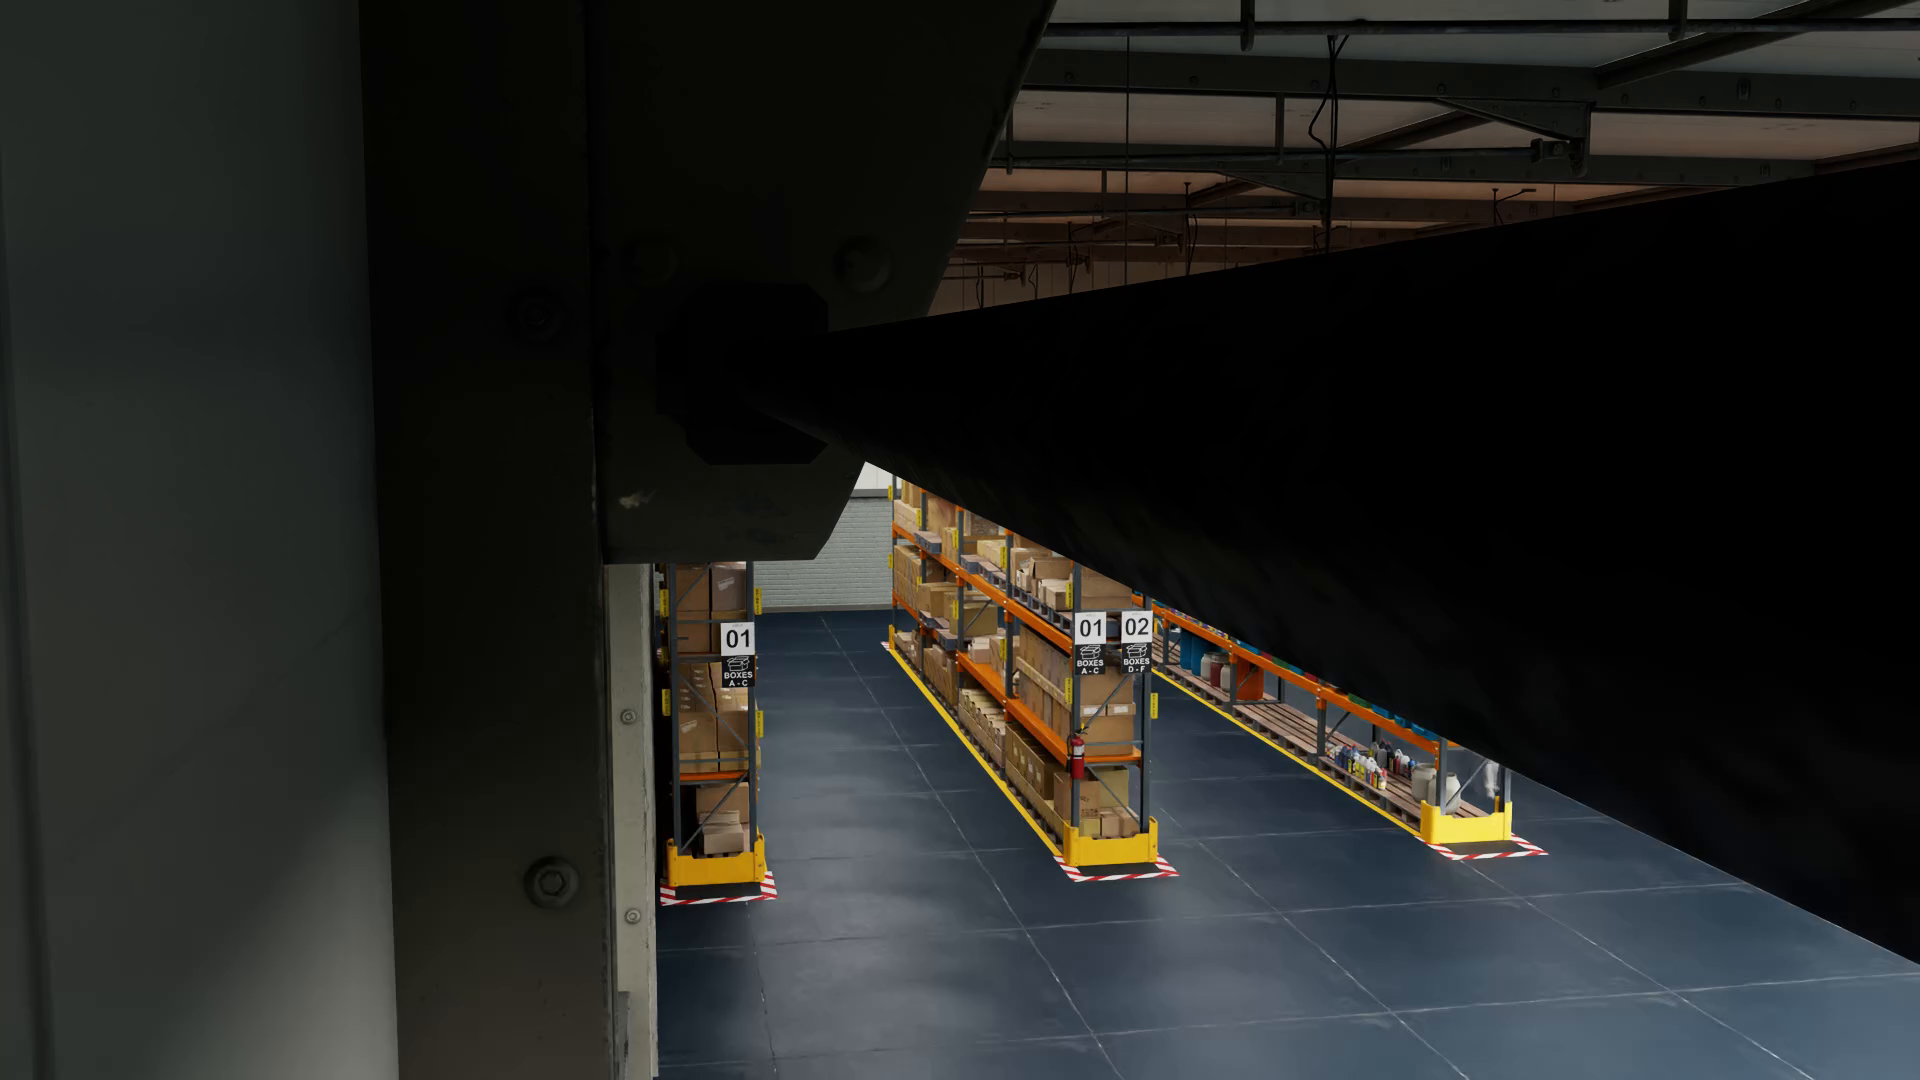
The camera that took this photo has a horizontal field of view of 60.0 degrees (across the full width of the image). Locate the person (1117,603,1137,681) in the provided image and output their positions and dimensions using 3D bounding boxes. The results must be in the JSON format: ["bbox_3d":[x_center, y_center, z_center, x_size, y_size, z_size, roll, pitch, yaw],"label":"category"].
[{"bbox_3d":[3.348,2.007,32.777,0.450,1.622,0.441,-5,8,-37],"label":"person"}]

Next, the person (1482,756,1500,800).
[{"bbox_3d":[7.798,2.842,24.258,0.640,1.796,0.623,0,6,-1],"label":"person"}]

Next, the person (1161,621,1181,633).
[{"bbox_3d":[4.920,1.368,38.569,0.420,1.602,0.461,3,7,26],"label":"person"}]
